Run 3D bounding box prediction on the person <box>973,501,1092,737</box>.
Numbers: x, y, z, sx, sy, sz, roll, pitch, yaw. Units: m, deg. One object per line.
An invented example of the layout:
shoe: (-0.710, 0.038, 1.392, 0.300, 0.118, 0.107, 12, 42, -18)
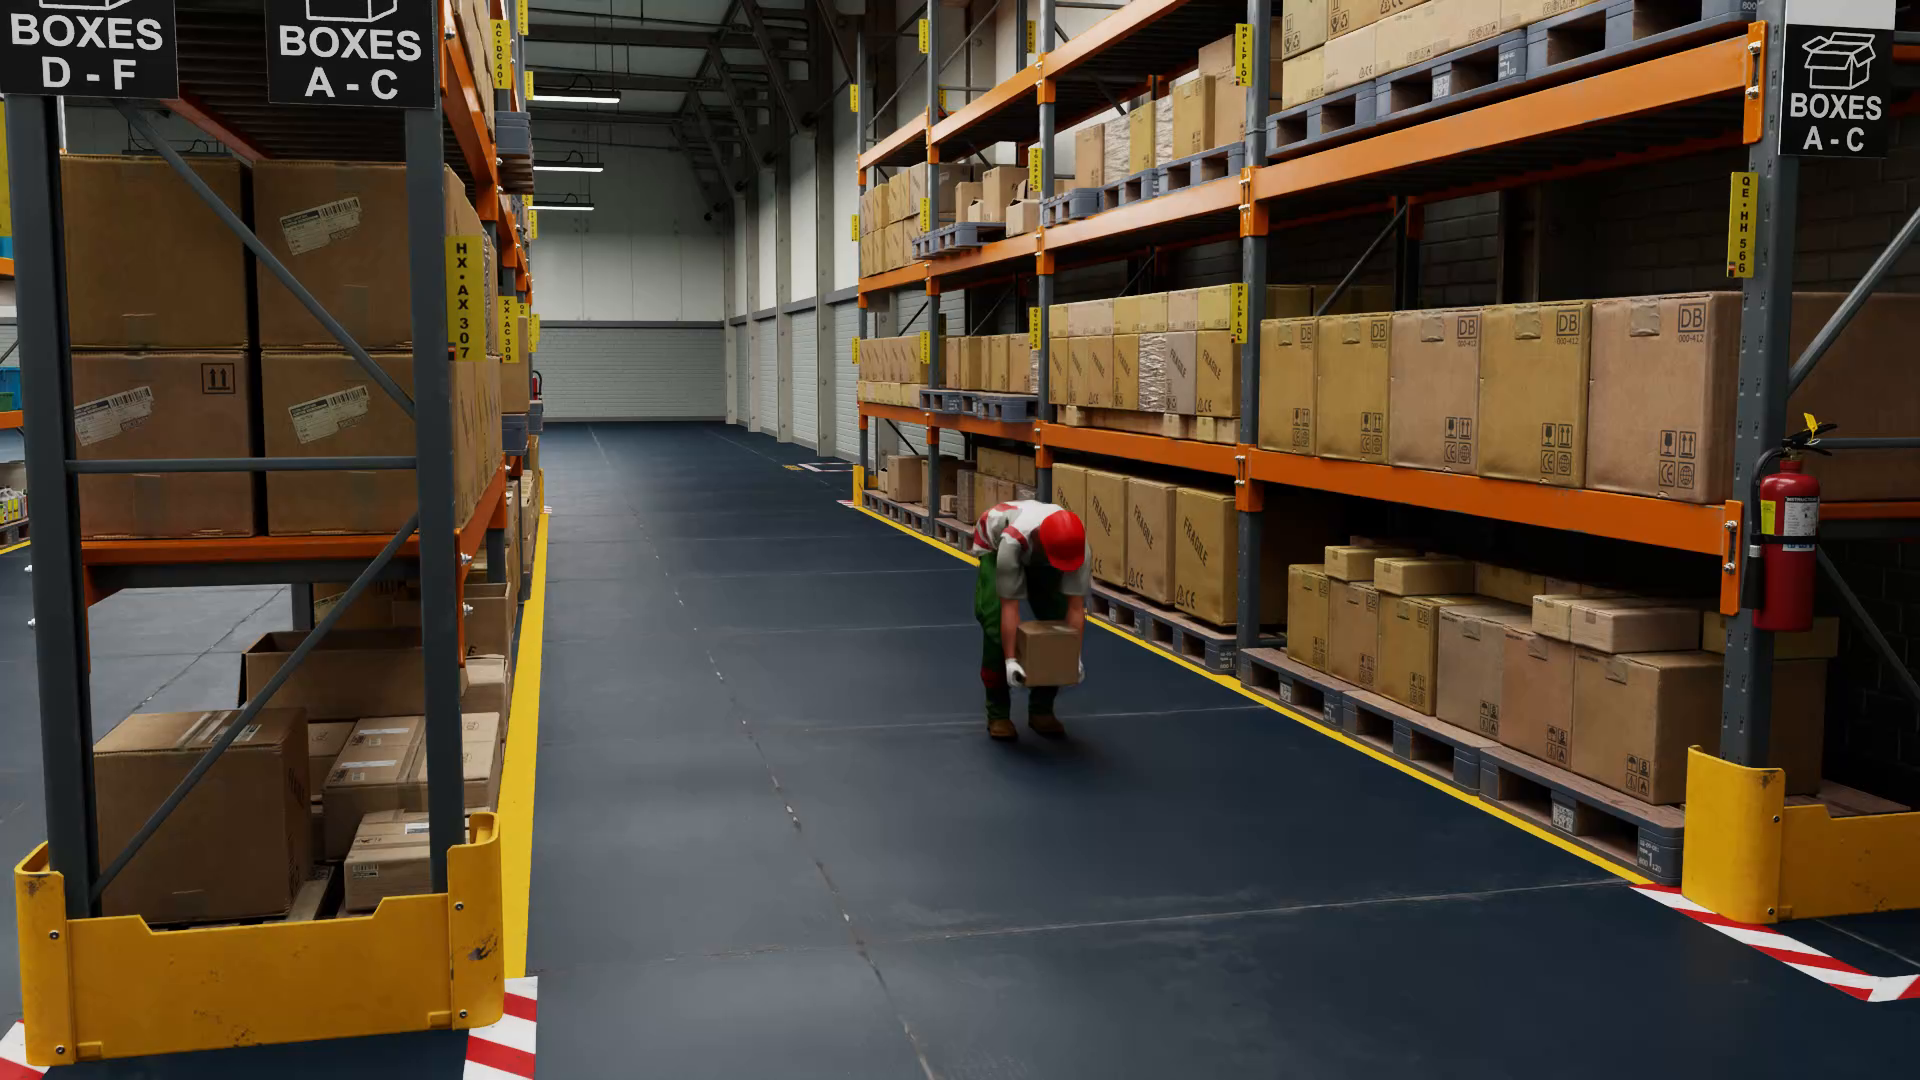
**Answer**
person: (0.357, 0.384, 7.759, 0.495, 1.129, 0.962, -2, 6, -16)
